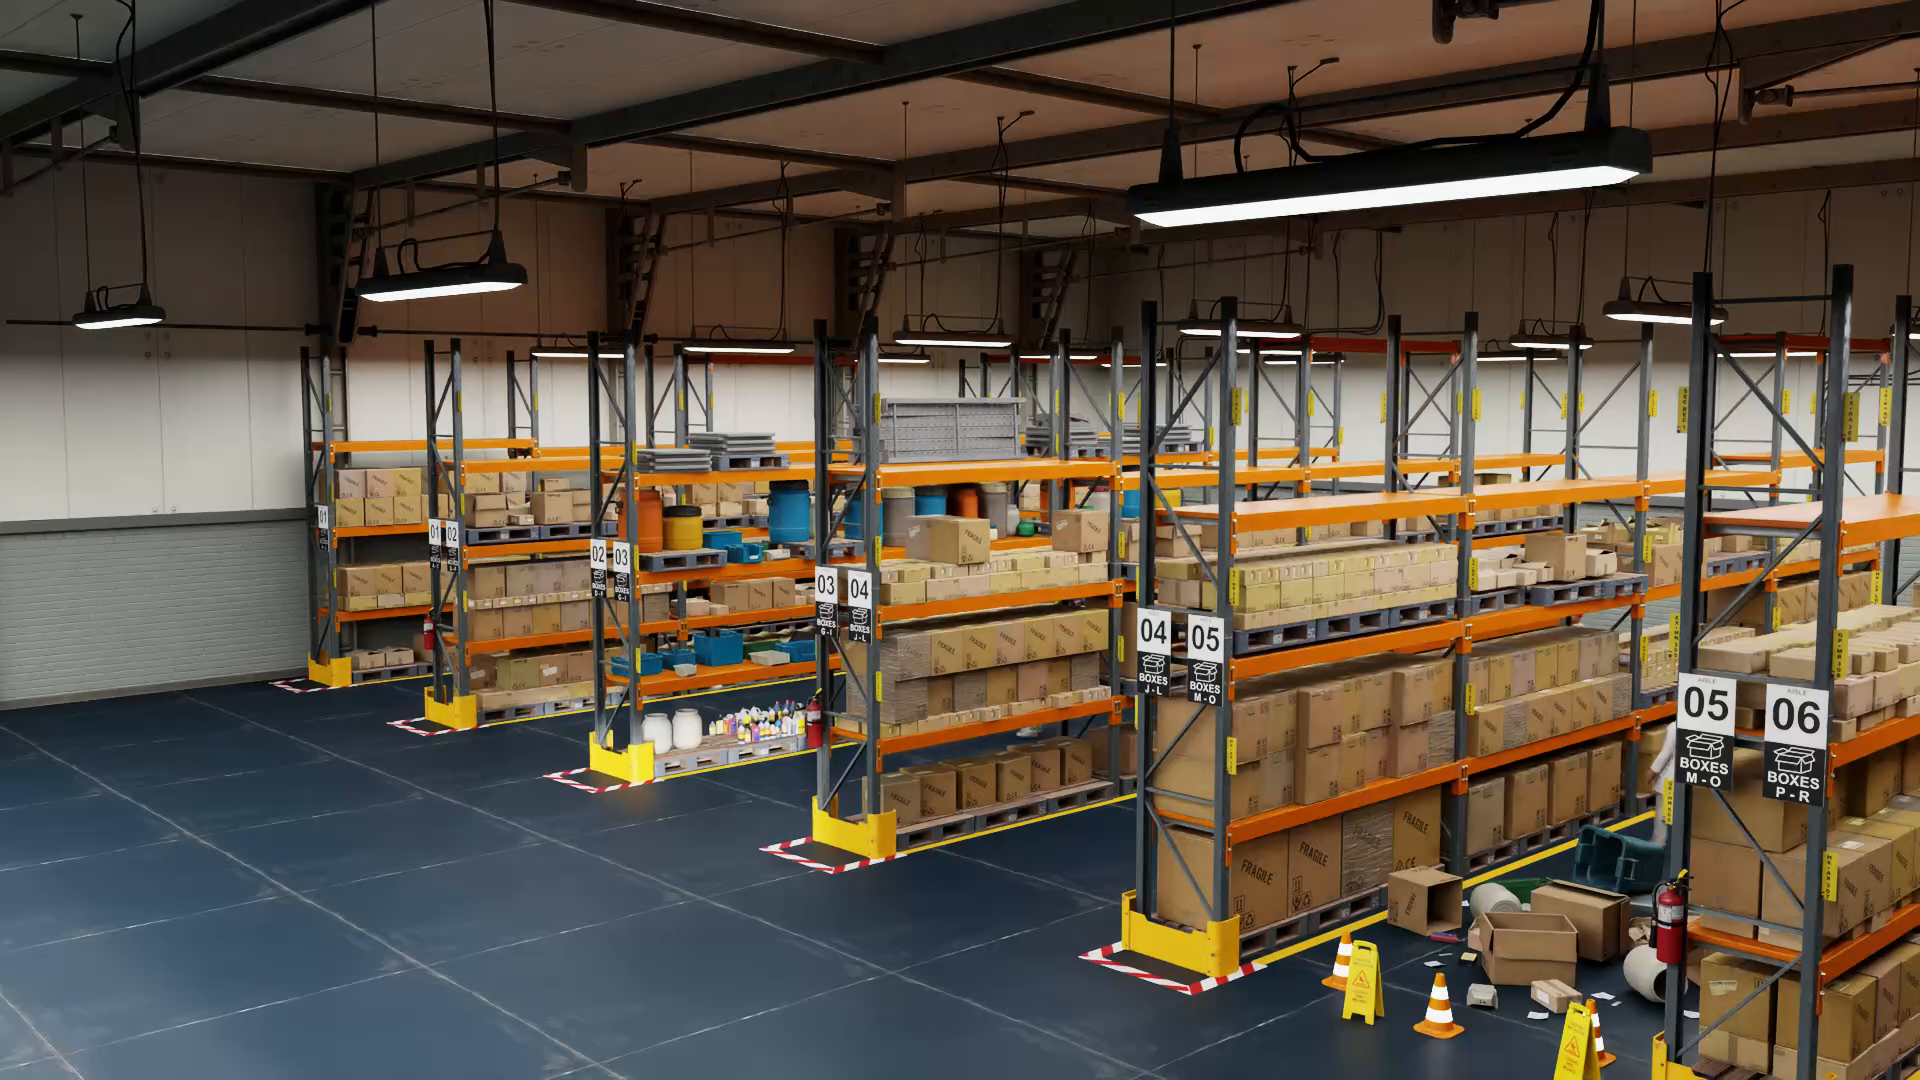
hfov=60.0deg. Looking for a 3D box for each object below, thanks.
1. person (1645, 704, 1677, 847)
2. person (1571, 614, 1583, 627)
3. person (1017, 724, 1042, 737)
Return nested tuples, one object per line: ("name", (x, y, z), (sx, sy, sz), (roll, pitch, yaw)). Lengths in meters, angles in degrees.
("person", (8.055, 2.639, 18.760), (0.678, 1.784, 0.479), (-1, 5, -9))
("person", (9.725, 1.937, 26.579), (0.627, 1.778, 0.561), (3, 6, 32))
("person", (1.105, 2.049, 25.014), (0.420, 1.783, 0.612), (2, 5, 17))
